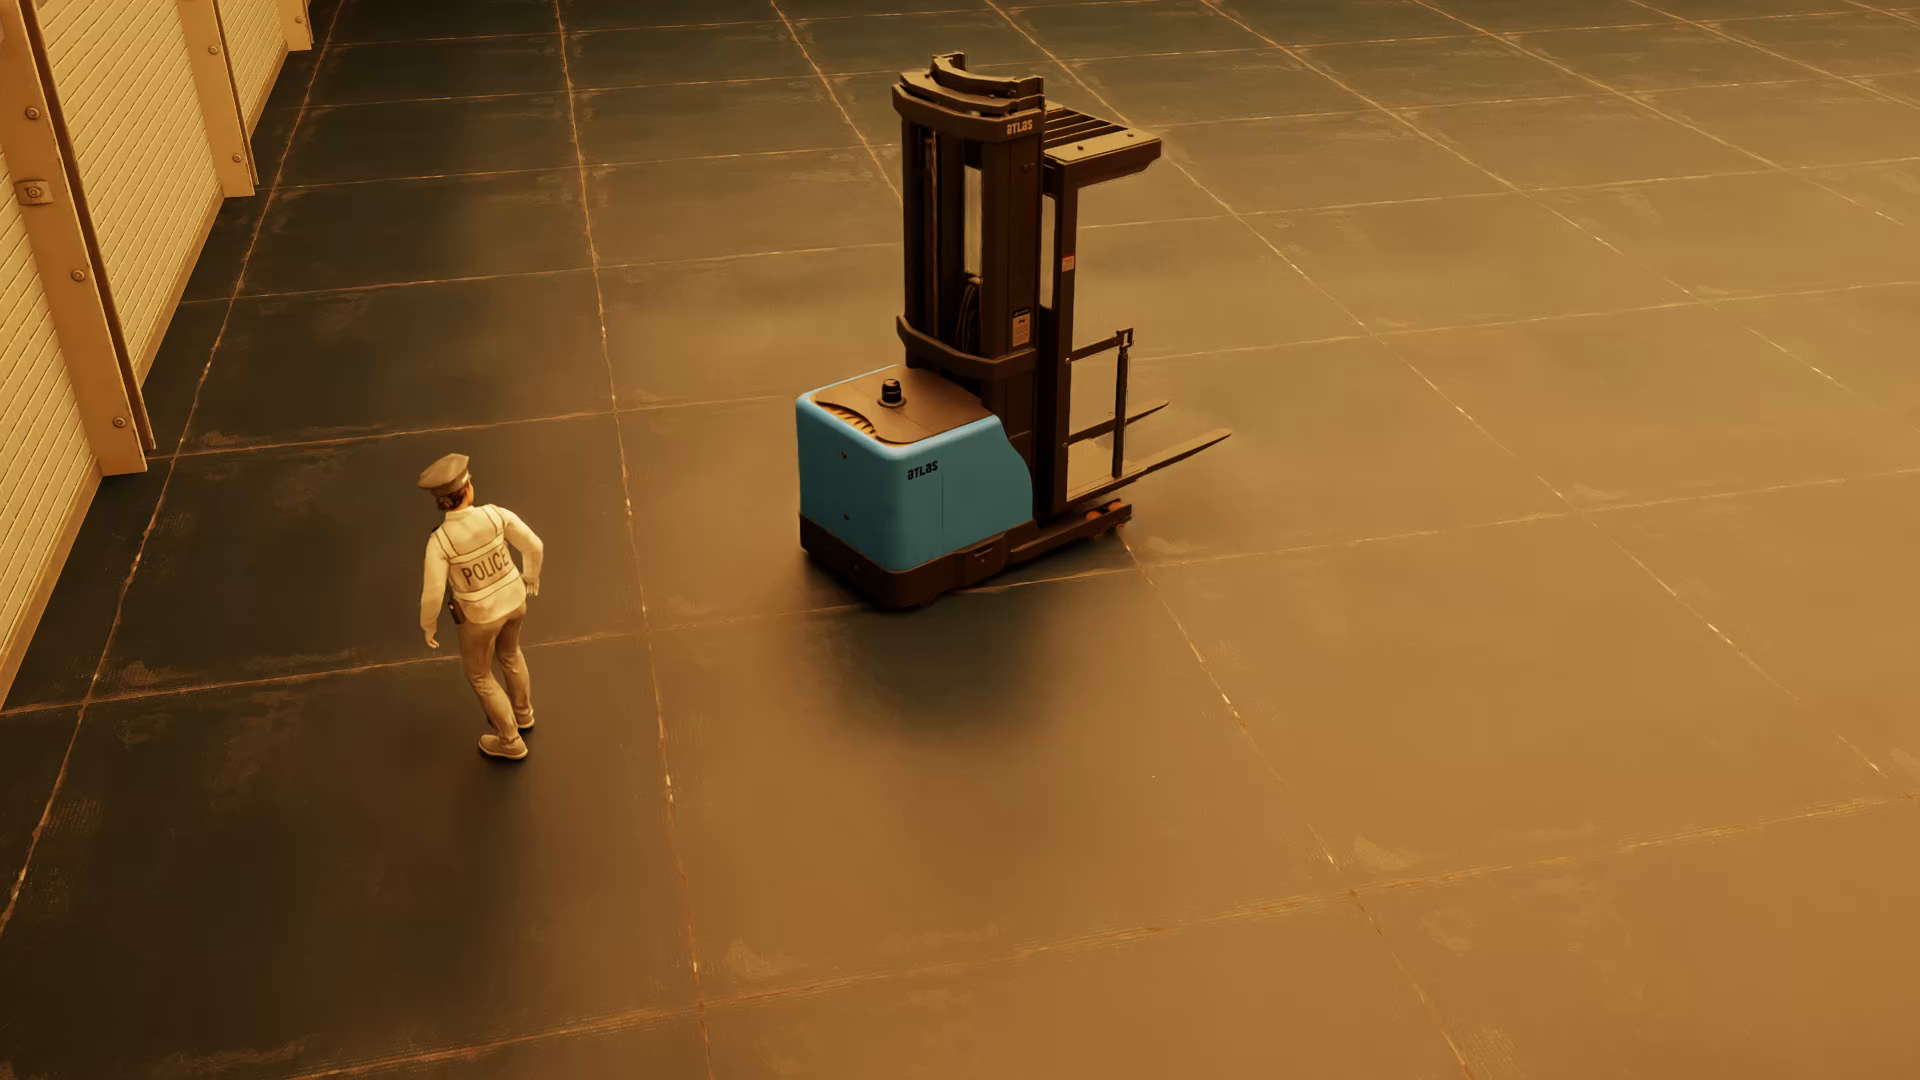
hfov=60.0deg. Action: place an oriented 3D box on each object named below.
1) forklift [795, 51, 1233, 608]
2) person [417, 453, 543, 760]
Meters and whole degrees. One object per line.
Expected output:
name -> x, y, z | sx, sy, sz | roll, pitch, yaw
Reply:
forklift -> 0.471, -1.468, 10.110 | 3.031, 2.935, 1.130 | -22, 37, -33
person -> -2.405, 0.335, 8.274 | 0.464, 1.655, 0.692 | 22, 36, 33
